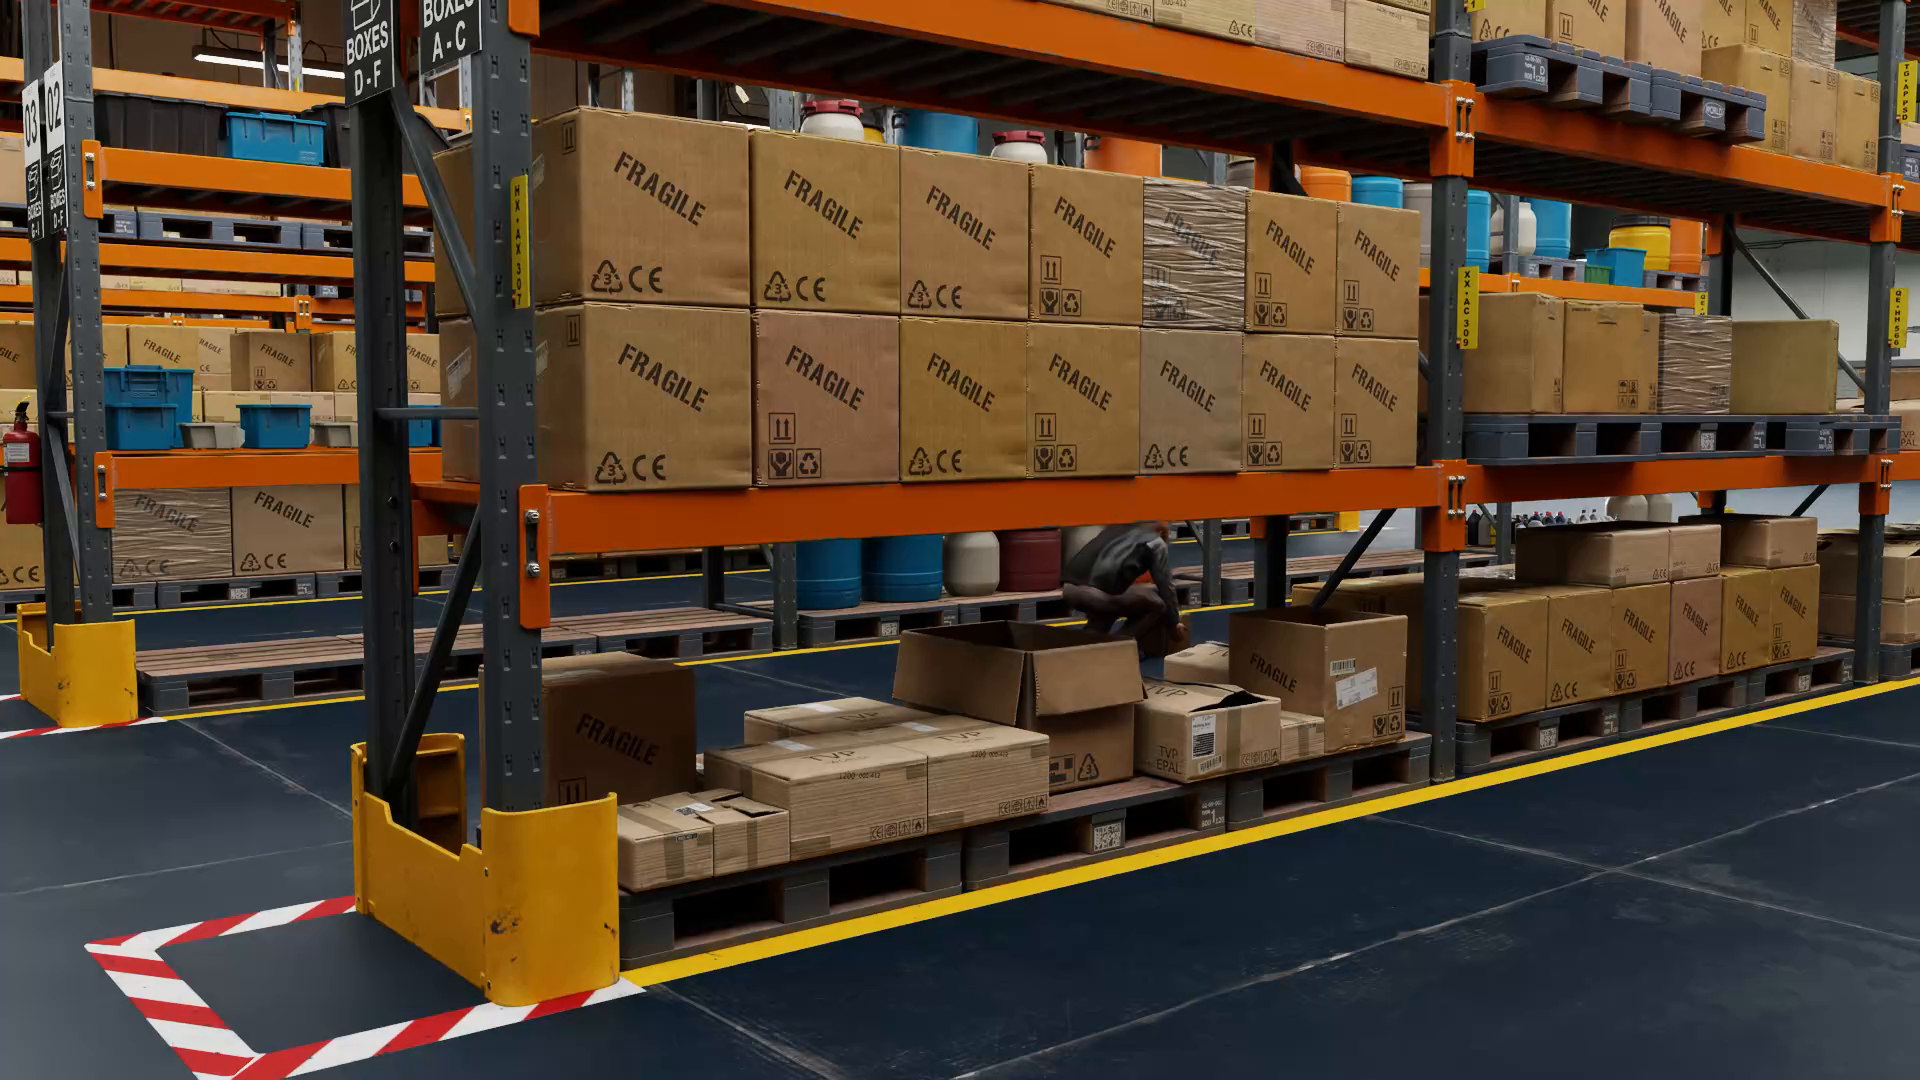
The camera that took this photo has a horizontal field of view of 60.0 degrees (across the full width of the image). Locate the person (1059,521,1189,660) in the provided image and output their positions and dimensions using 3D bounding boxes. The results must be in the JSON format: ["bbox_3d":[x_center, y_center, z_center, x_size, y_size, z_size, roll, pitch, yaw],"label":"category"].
[{"bbox_3d":[1.012,0.319,10.364,0.869,0.838,0.538,-3,5,-39],"label":"person"}]
